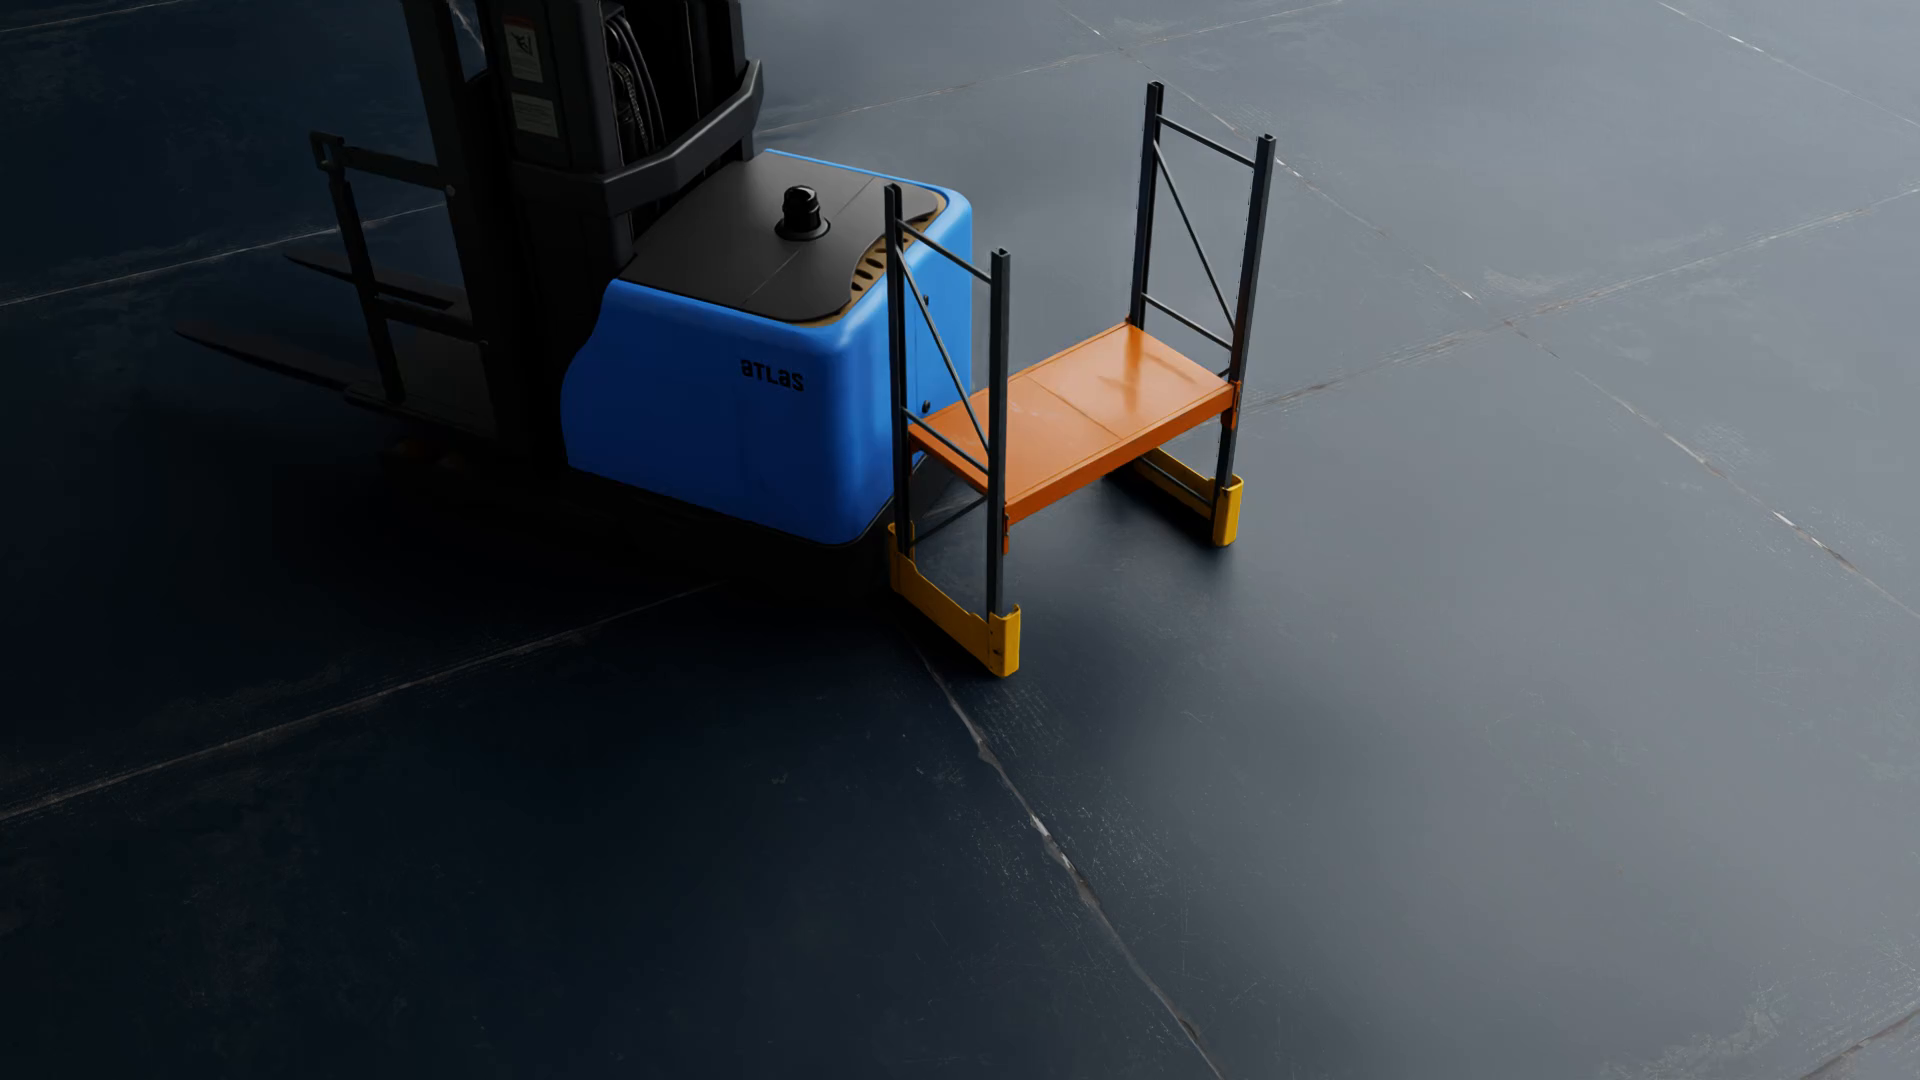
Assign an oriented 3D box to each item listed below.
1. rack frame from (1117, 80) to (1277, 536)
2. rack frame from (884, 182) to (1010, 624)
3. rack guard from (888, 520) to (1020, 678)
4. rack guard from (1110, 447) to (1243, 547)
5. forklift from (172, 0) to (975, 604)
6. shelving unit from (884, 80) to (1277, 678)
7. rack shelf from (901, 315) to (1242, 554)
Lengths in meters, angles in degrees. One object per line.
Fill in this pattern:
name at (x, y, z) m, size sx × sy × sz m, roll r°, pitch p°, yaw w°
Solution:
rack frame at (0.744, -0.707, 5.424) m, size 0.032 × 1.500 × 0.500 m, roll -28°, pitch 48°, yaw -29°
rack frame at (-0.040, -0.288, 4.929) m, size 0.032 × 1.500 × 0.500 m, roll -28°, pitch 48°, yaw -29°
rack guard at (-0.025, 0.181, 5.342) m, size 0.087 × 0.250 × 0.587 m, roll -28°, pitch 48°, yaw -29°
rack guard at (0.743, -0.229, 5.827) m, size 0.087 × 0.250 × 0.587 m, roll -28°, pitch 48°, yaw -29°
forklift at (-1.506, -1.550, 5.312) m, size 3.031 × 2.935 × 1.130 m, roll 16°, pitch 43°, yaw 19°
shelving unit at (0.359, -0.501, 5.181) m, size 1.083 × 1.500 × 0.587 m, roll -28°, pitch 48°, yaw -29°
rack shelf at (0.352, -0.360, 5.293) m, size 1.000 × 0.185 × 0.538 m, roll -28°, pitch 48°, yaw -29°
